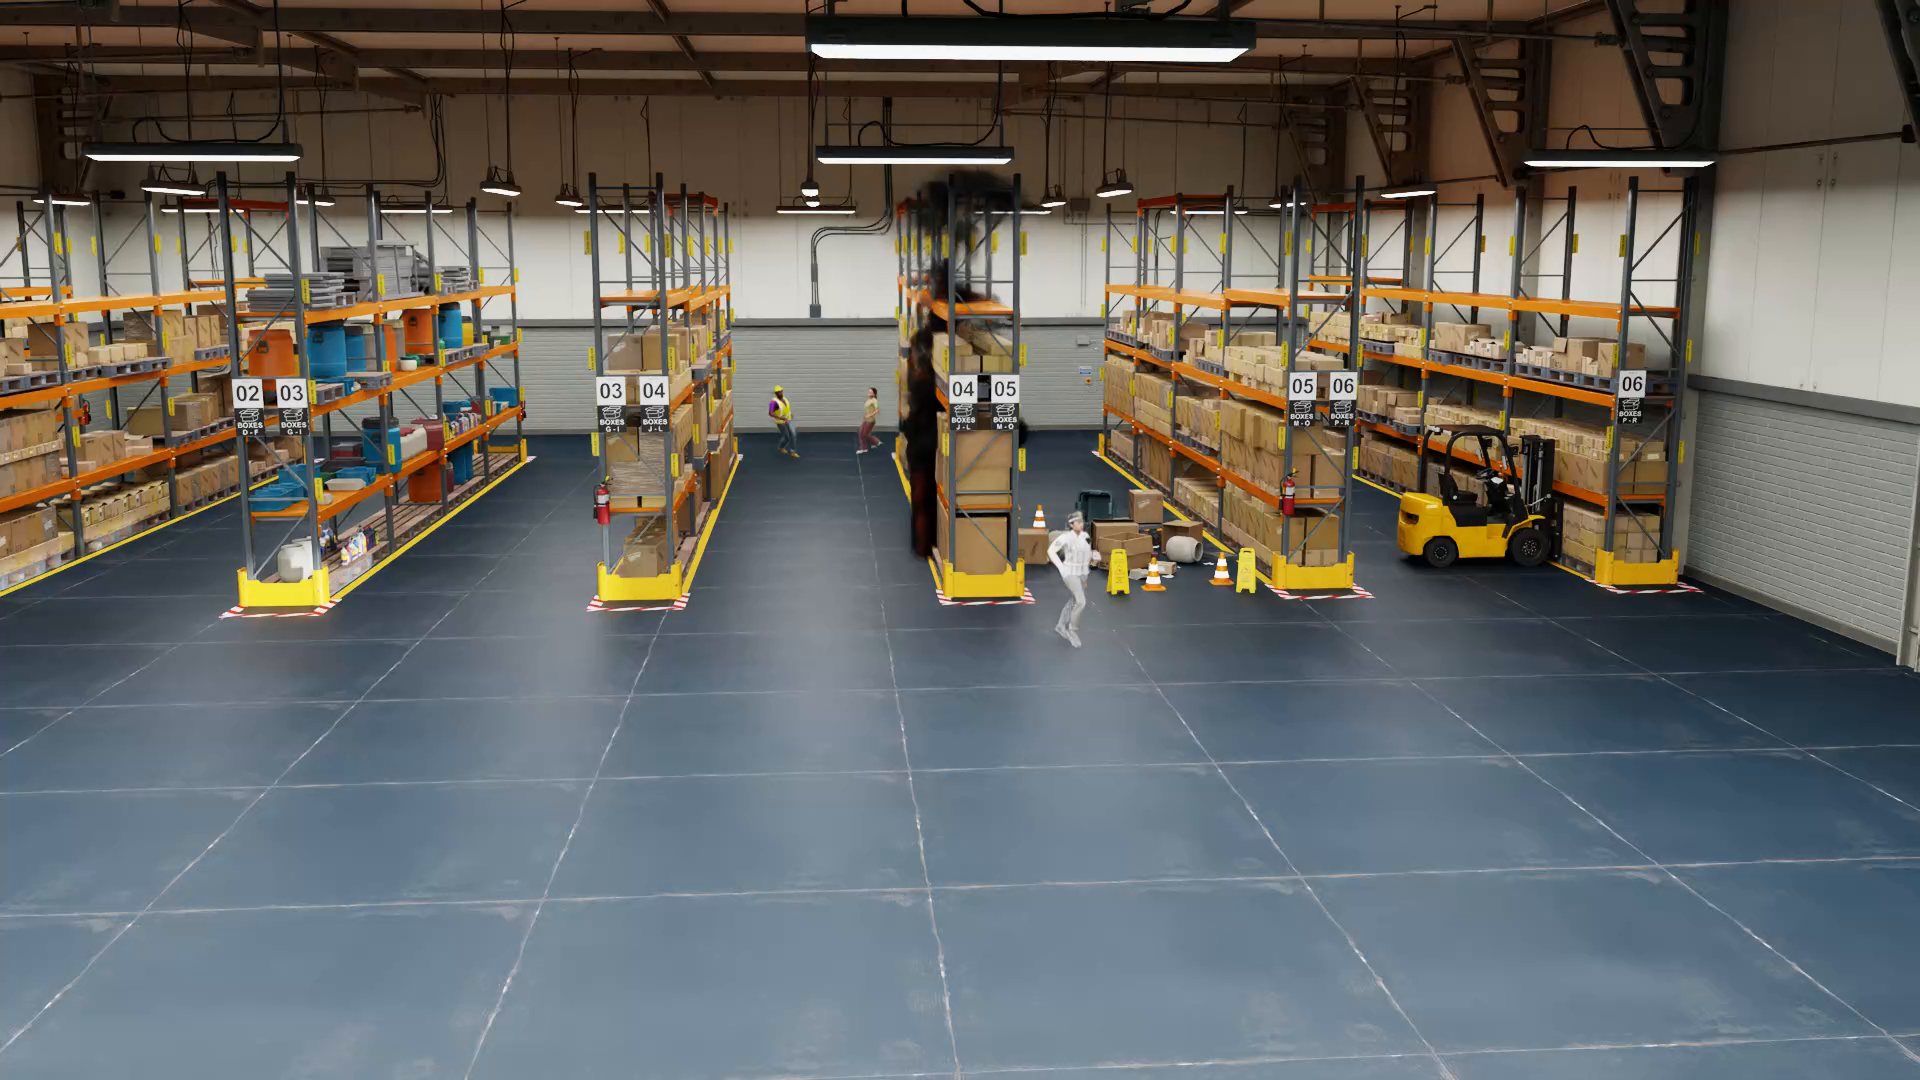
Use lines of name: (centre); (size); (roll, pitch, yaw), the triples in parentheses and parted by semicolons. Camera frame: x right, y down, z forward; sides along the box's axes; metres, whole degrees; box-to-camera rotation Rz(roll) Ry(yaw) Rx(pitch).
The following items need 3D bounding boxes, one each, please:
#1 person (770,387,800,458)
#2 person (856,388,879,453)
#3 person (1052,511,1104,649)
person: (-4.212, -2.810, 39.701); (0.673, 1.714, 0.725); (9, 13, 41)
person: (-2.200, -2.909, 40.602); (0.589, 1.622, 0.611); (-5, 11, -27)
person: (1.503, 0.481, 21.130); (0.603, 1.751, 0.736); (-9, 13, -40)
